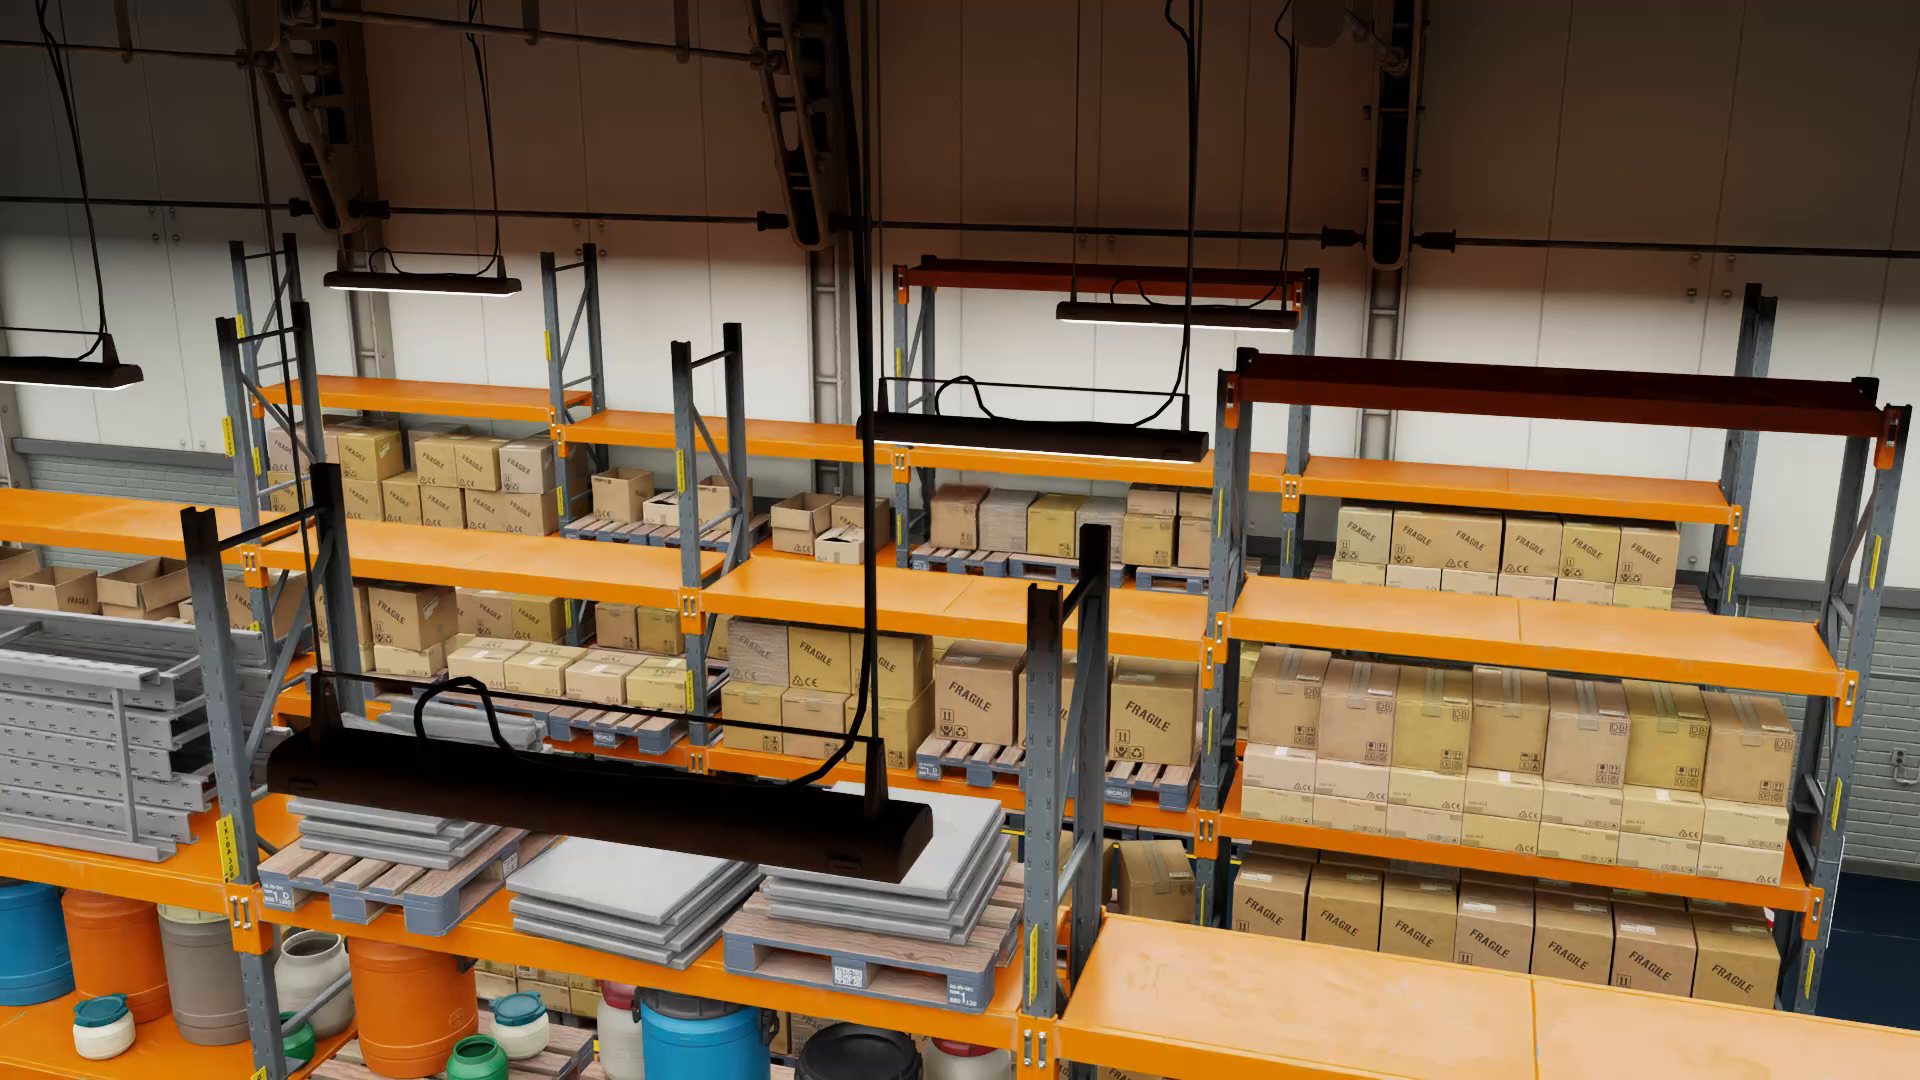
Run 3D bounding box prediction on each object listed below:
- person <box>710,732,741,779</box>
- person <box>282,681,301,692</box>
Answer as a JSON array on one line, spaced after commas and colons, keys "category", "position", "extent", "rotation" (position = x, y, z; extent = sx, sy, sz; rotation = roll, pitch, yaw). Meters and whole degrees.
[{"category": "person", "position": [-2.357, 2.386, 17.090], "extent": [0.511, 1.488, 0.521], "rotation": [9, 19, 29]}, {"category": "person", "position": [-7.887, 1.898, 19.073], "extent": [0.716, 1.821, 0.596], "rotation": [13, 21, 39]}]
